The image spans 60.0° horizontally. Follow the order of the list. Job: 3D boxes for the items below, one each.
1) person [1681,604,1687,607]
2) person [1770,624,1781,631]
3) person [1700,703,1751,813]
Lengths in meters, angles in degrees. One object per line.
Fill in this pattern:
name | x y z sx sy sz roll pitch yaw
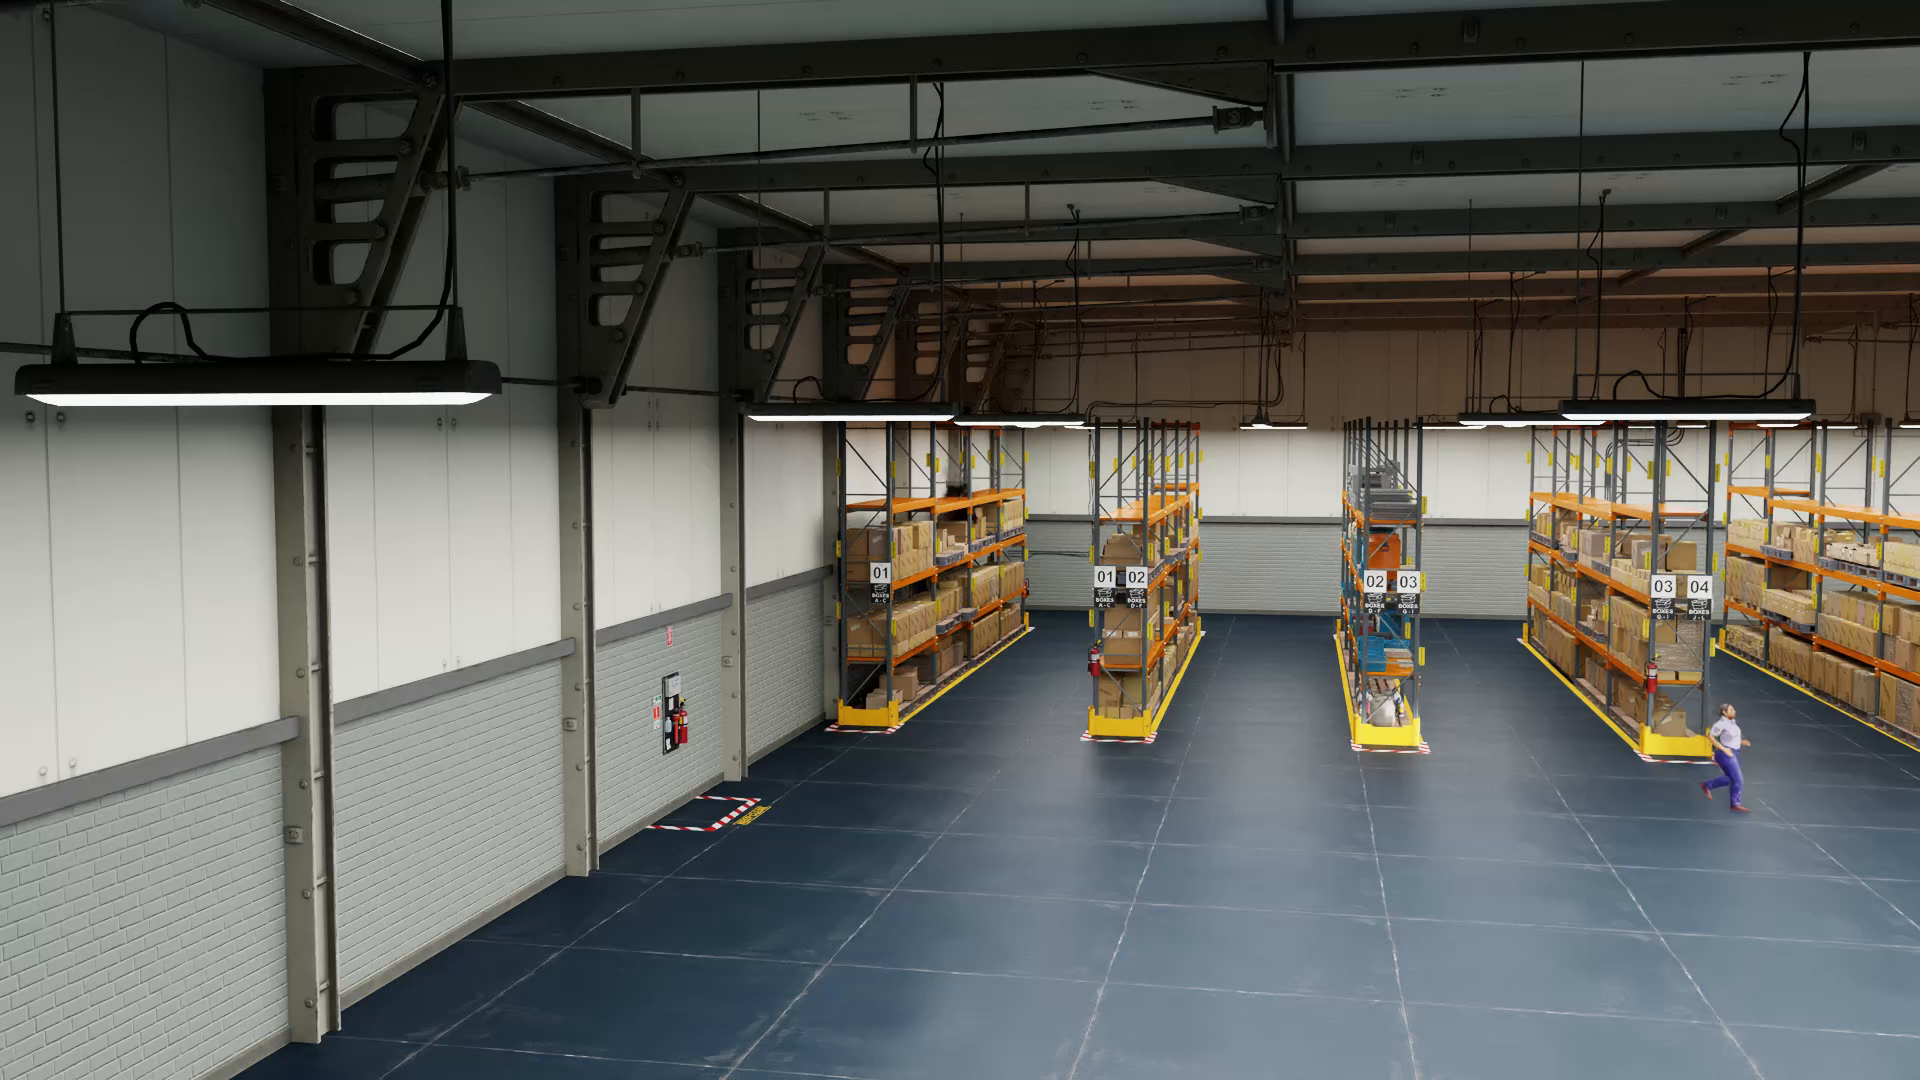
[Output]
person | 19.446 2.007 44.795 0.499 1.619 0.640 -2 4 -26
person | 22.027 1.992 44.953 0.956 1.678 0.495 -2 4 -23
person | 11.620 3.278 25.227 0.784 1.612 0.620 3 5 43
